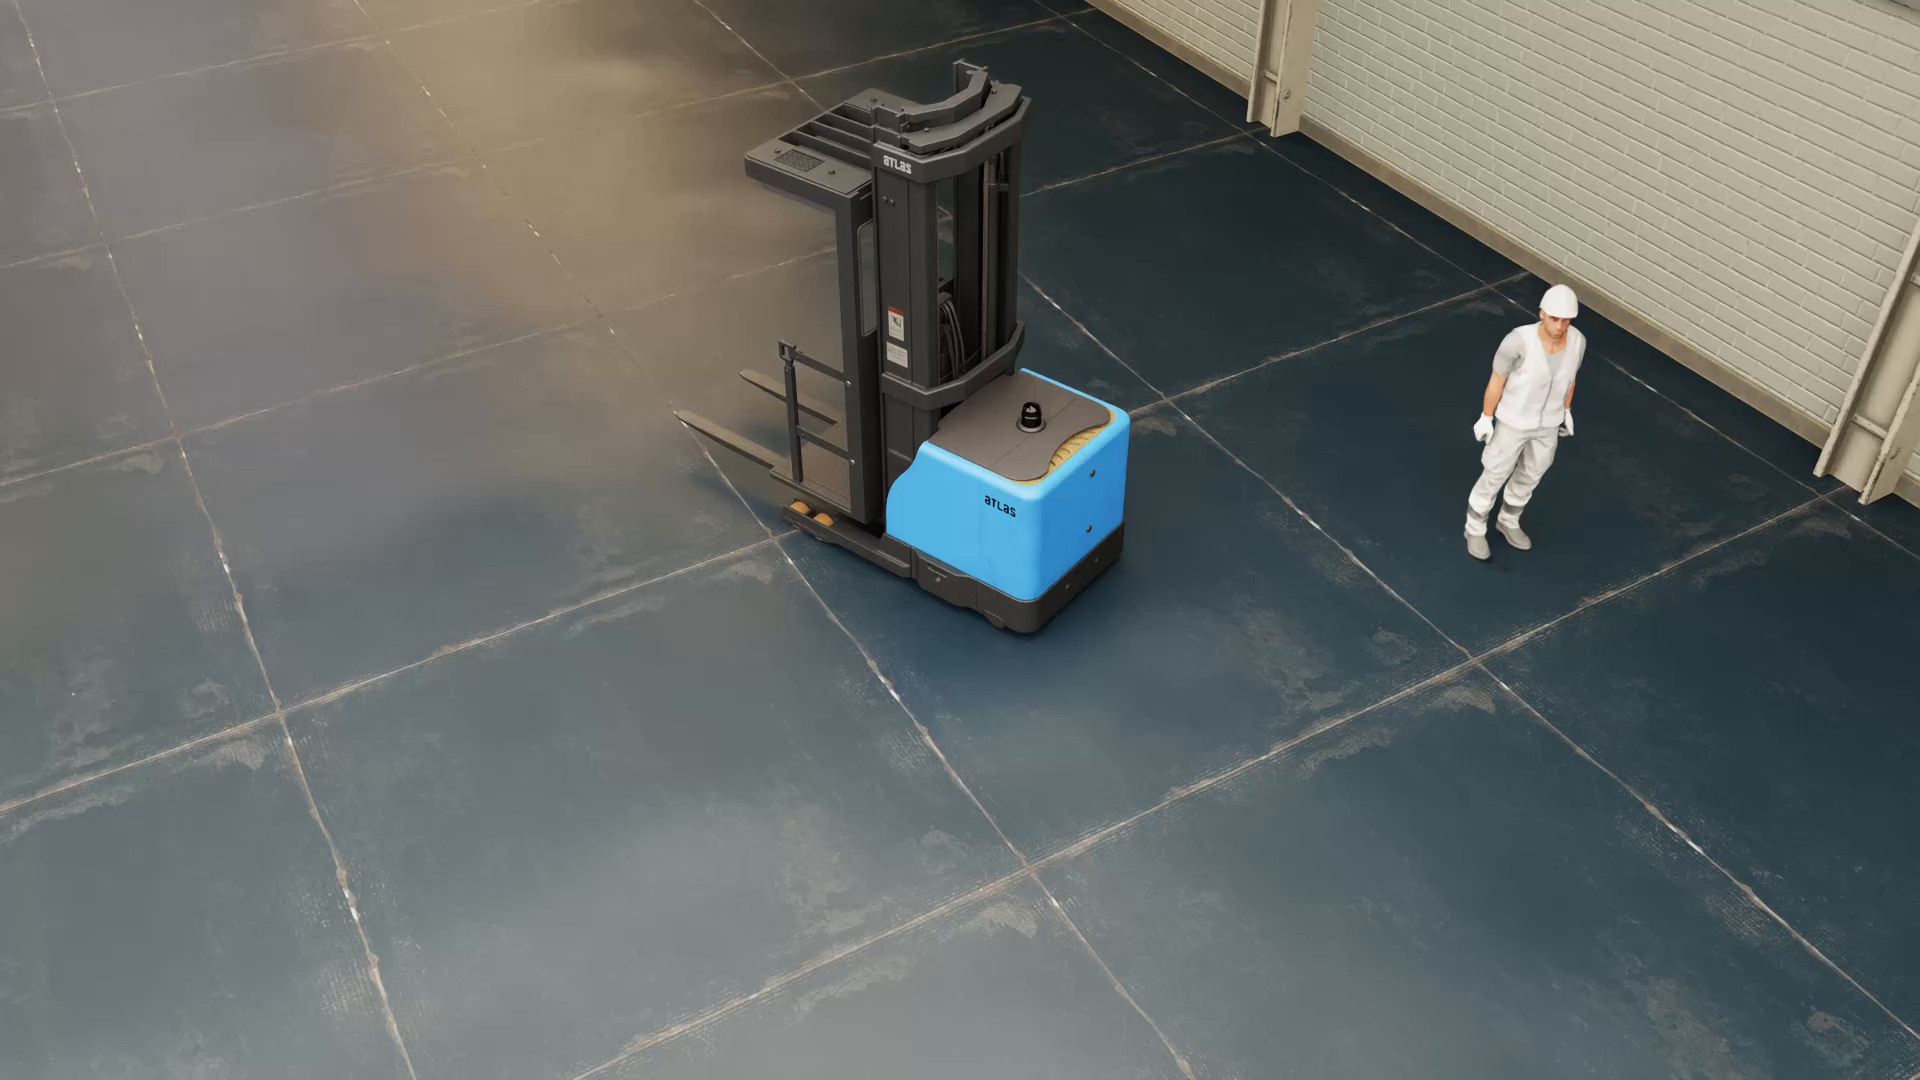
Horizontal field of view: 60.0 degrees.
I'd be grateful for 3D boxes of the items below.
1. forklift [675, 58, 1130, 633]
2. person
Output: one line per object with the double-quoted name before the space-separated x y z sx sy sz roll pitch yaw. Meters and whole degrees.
"forklift" -0.481 -1.366 9.683 3.031 2.935 1.130 26 46 28
"person" 3.336 -0.685 9.757 0.603 1.795 0.374 -6 40 -8
